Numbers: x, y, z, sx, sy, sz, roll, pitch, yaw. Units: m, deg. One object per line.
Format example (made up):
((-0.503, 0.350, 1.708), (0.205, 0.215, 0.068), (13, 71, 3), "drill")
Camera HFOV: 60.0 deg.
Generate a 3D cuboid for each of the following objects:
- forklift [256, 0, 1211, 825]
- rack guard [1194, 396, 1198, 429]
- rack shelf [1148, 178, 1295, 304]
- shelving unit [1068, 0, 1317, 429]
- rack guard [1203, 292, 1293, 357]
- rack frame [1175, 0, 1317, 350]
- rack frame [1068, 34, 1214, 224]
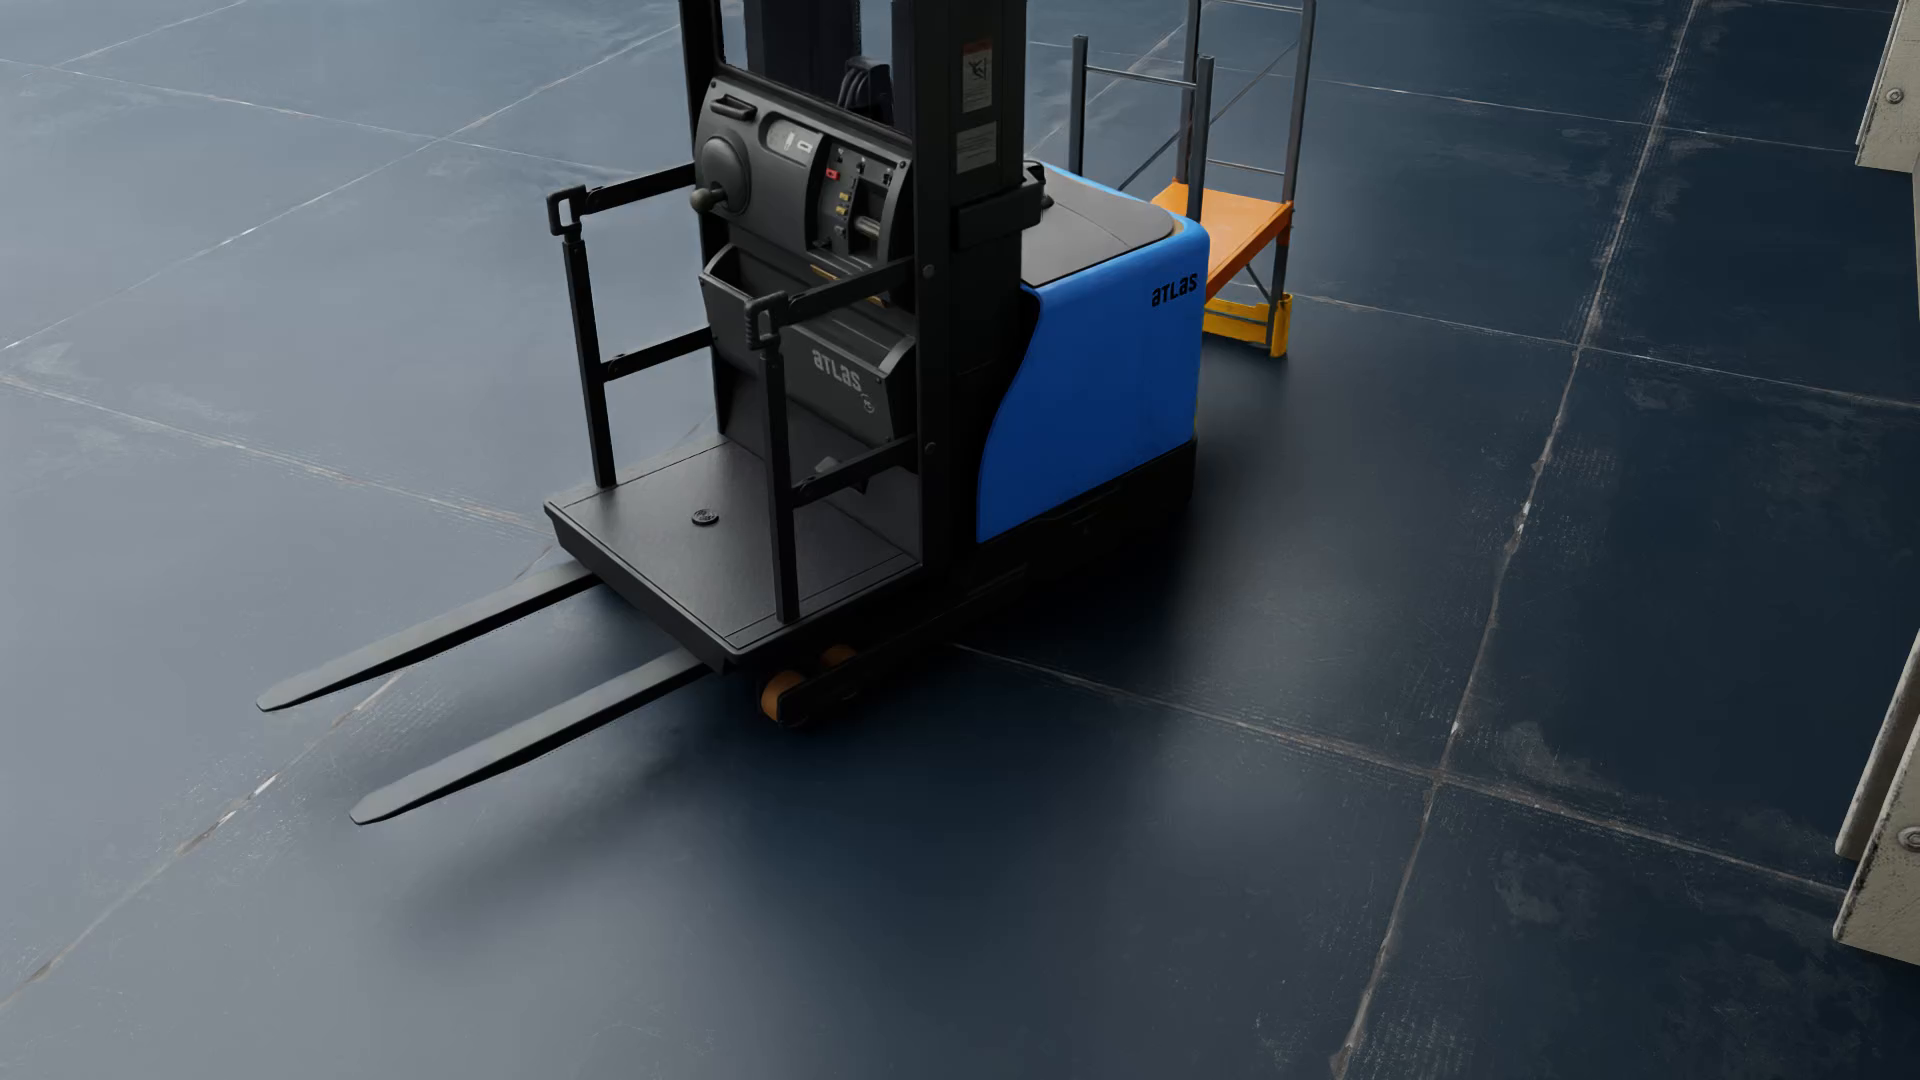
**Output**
((-0.618, -0.999, 4.601), (3.031, 2.935, 1.130), (-26, 41, -34), "forklift")
((0.605, -0.486, 6.263), (0.587, 0.250, 0.087), (17, 37, 24), "rack guard")
((0.855, -1.100, 6.388), (0.538, 0.185, 1.000), (17, 37, 24), "rack shelf")
((0.850, -1.246, 6.282), (0.587, 1.500, 1.083), (17, 37, 24), "shelving unit")
((1.095, -0.961, 6.988), (0.587, 0.250, 0.087), (17, 37, 24), "rack guard")
((1.105, -1.493, 6.659), (0.500, 1.500, 0.032), (17, 37, 24), "rack frame")
((0.604, -1.008, 5.919), (0.500, 1.500, 0.032), (17, 37, 24), "rack frame")
